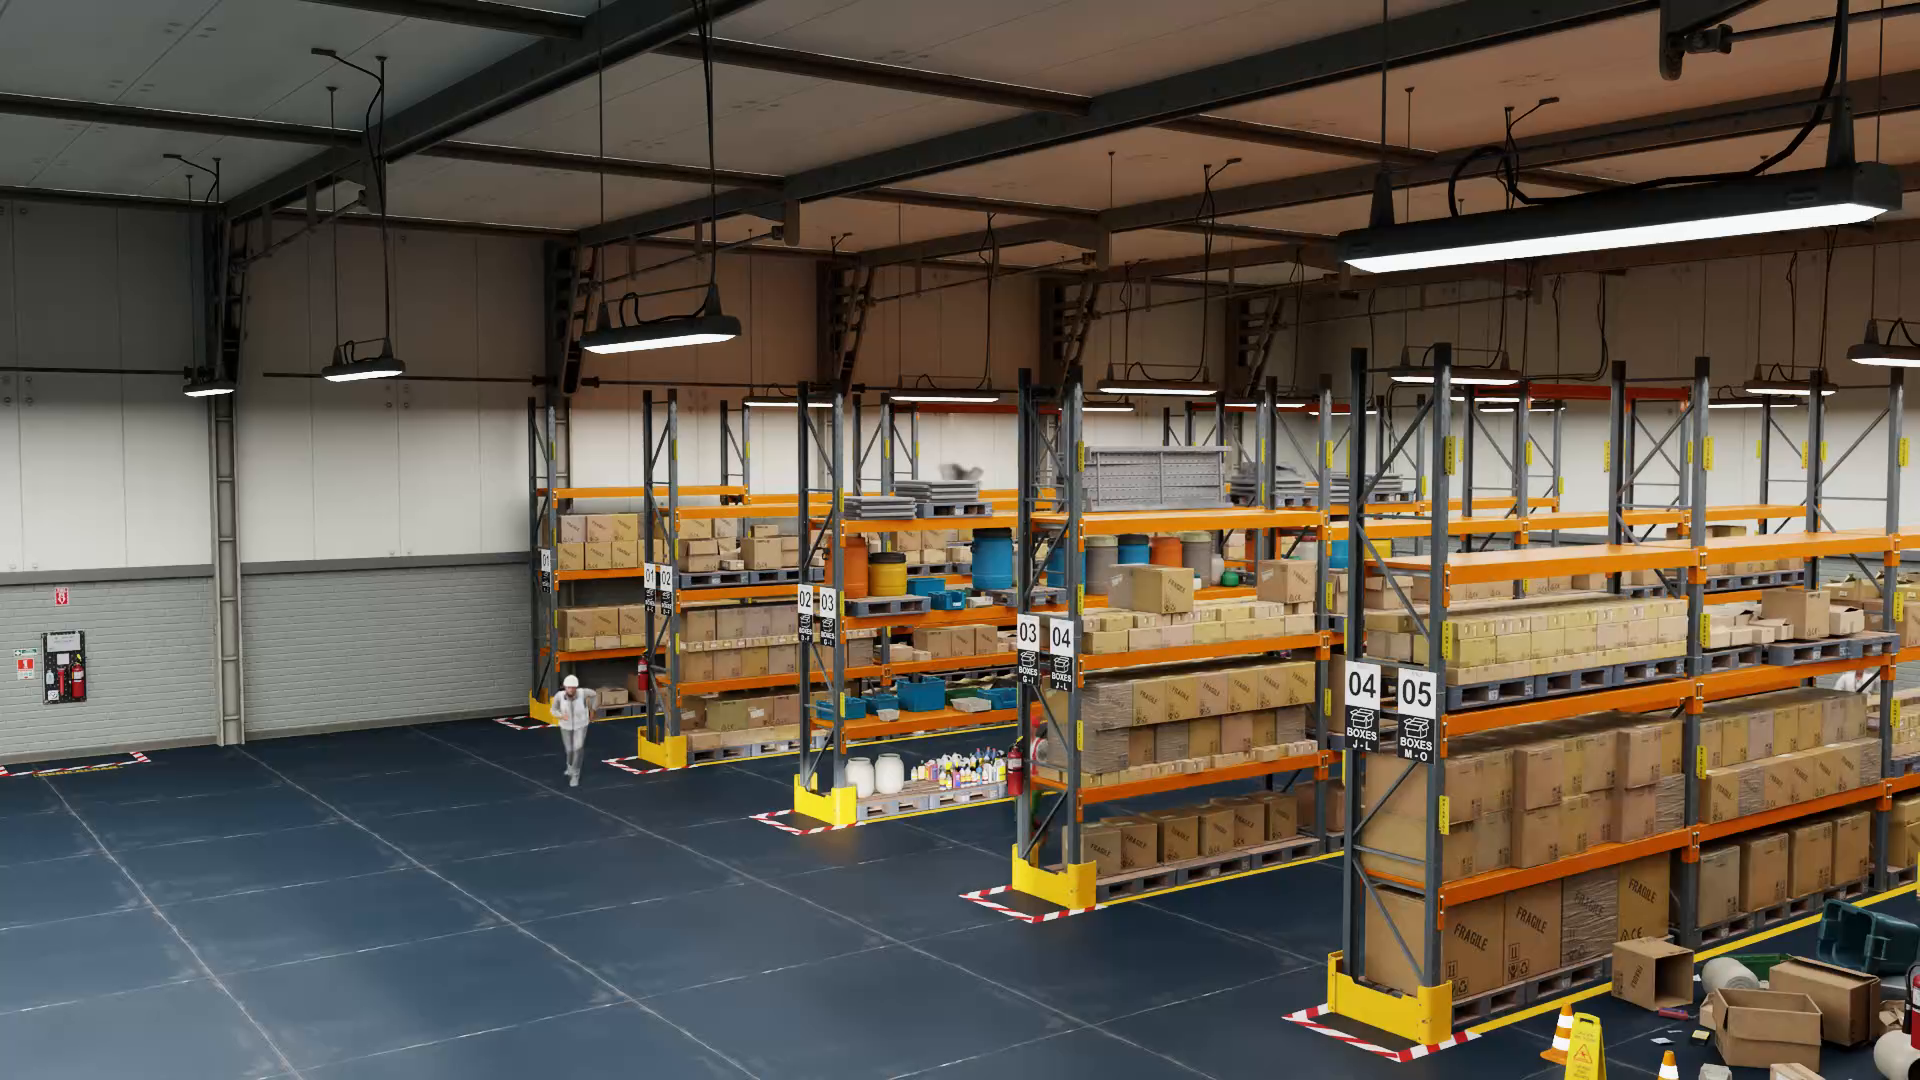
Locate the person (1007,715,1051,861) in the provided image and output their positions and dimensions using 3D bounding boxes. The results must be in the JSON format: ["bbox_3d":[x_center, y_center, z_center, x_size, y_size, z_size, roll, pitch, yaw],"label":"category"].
[{"bbox_3d":[0.884,3.054,20.635,0.680,1.773,0.794,3,5,44],"label":"person"}]

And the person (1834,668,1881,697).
[{"bbox_3d":[14.122,2.731,26.154,0.734,1.758,0.885,3,4,37],"label":"person"}]

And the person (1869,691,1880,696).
[{"bbox_3d":[13.364,2.957,23.924,0.897,1.599,0.693,-2,4,-25],"label":"person"}]

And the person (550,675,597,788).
[{"bbox_3d":[-5.848,2.861,25.195,0.699,1.731,1.027,-1,3,-12],"label":"person"}]
